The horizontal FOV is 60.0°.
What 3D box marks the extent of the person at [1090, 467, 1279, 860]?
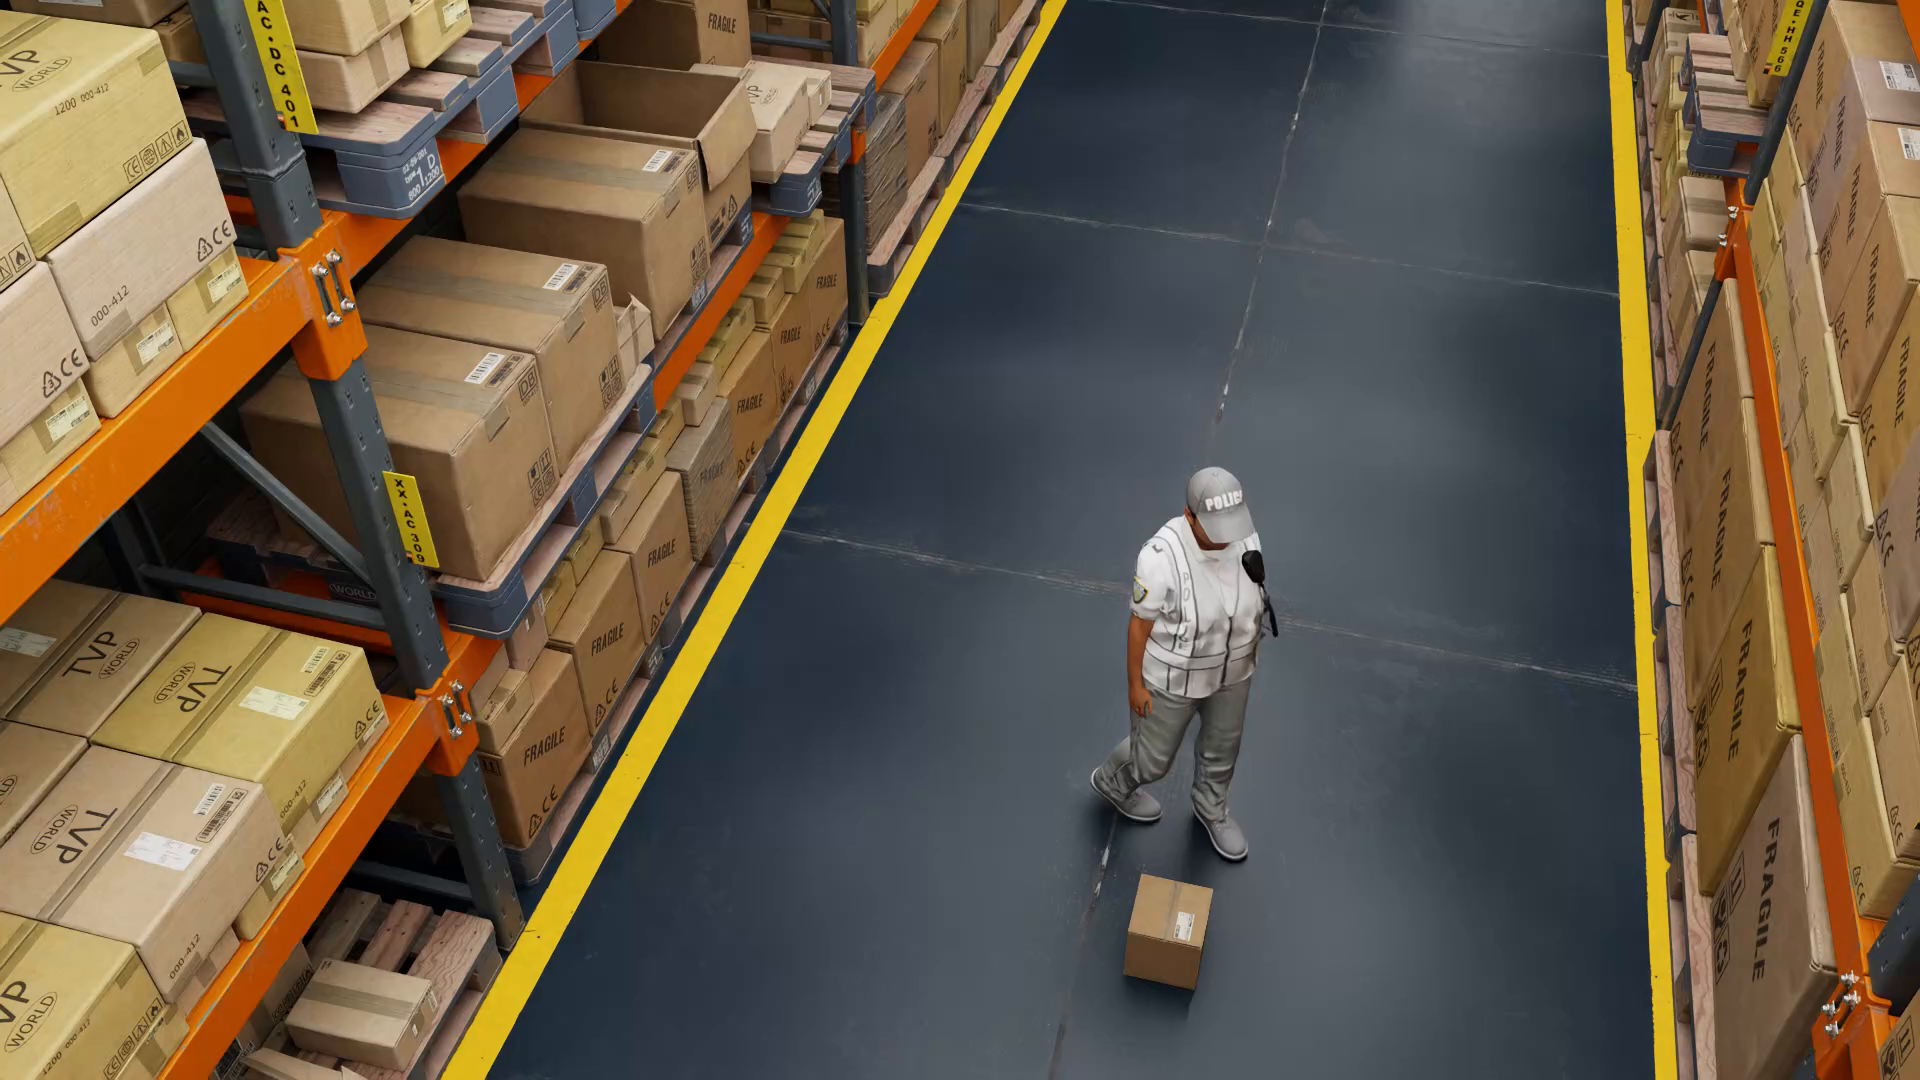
[{"bbox_3d":[0.794,0.429,5.661,0.497,1.674,0.542,-17,44,-19],"label":"person"}]
